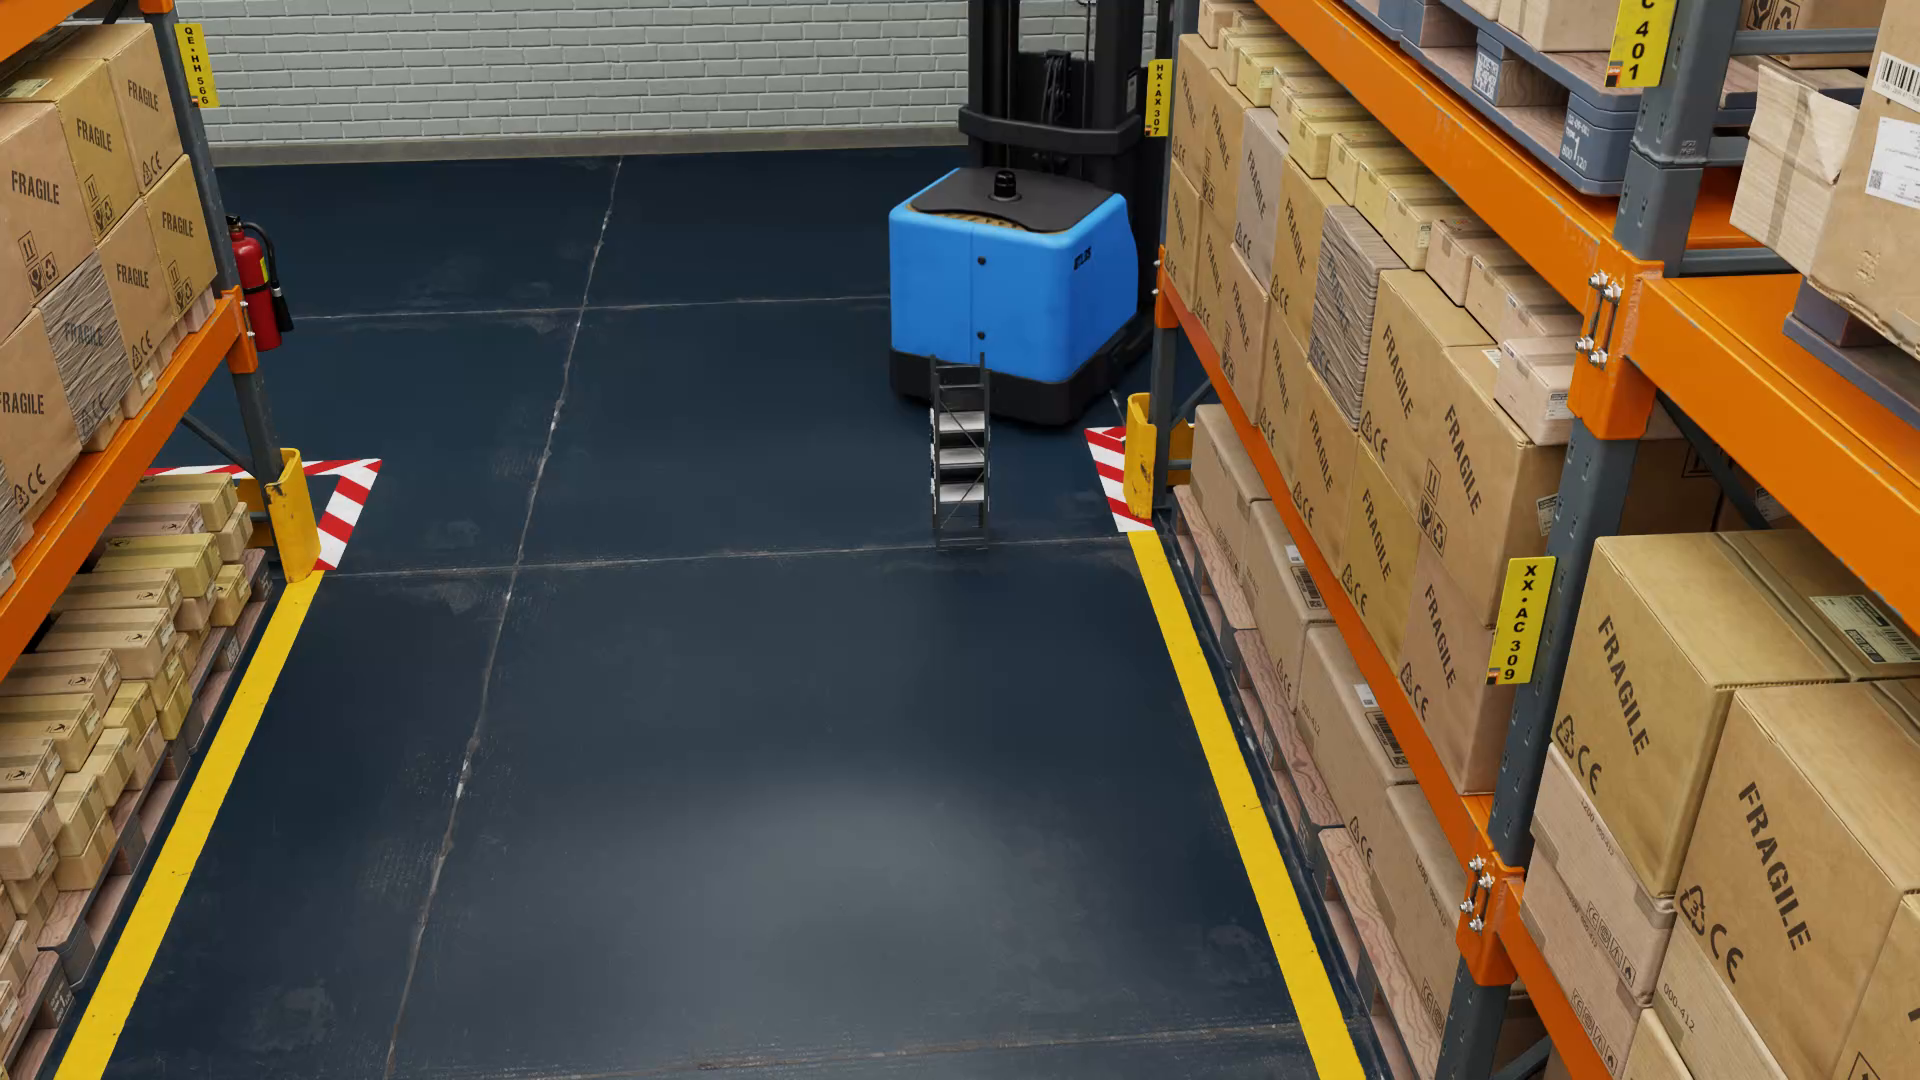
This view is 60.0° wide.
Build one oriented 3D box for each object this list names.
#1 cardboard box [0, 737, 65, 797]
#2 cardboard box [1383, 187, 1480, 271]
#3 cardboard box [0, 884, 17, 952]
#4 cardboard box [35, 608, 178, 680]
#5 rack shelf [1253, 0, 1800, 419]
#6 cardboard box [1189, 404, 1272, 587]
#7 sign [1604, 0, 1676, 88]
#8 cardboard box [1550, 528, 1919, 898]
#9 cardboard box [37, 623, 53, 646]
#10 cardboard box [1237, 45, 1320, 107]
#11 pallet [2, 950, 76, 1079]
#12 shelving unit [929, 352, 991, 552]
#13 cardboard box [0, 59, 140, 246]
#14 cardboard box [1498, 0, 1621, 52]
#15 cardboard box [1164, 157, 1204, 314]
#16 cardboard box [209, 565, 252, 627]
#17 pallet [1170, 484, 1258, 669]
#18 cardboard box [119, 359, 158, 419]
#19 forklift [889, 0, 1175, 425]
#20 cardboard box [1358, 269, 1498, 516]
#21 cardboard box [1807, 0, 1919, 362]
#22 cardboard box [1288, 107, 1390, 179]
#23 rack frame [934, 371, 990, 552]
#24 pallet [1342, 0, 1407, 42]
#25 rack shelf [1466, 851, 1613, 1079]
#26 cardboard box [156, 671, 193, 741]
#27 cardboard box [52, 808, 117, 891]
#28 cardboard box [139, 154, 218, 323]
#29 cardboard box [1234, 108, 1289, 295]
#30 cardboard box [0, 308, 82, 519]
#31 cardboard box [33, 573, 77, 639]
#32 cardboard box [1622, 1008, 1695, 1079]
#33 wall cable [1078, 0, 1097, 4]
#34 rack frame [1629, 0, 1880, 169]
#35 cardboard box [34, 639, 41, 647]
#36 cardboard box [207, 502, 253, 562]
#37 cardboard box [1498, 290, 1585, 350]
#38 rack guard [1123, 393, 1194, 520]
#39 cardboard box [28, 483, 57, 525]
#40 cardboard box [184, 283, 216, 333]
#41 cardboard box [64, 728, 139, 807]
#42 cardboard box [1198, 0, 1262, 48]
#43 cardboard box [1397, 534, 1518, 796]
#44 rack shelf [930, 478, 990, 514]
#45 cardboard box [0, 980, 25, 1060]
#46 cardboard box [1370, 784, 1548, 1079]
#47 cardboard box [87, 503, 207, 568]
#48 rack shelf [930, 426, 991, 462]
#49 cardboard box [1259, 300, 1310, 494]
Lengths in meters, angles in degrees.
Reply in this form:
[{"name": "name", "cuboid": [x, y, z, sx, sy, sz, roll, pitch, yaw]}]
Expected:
[{"name": "cardboard box", "cuboid": [-3.115, 0.776, 5.316, 0.380, 0.149, 0.250, -4, 31, -7]}, {"name": "cardboard box", "cuboid": [1.390, -0.858, 4.557, 0.380, 0.149, 0.250, -3, 31, -5]}, {"name": "cardboard box", "cuboid": [-3.062, 1.175, 4.938, 0.380, 0.149, 0.250, -4, 31, -7]}, {"name": "cardboard box", "cuboid": [-3.066, 0.376, 5.986, 0.380, 0.149, 0.250, -2, 31, -3]}, {"name": "rack shelf", "cuboid": [1.580, -1.444, 5.018, 1.077, 0.370, 4.000, -3, 31, -5]}, {"name": "cardboard box", "cuboid": [1.554, -0.234, 7.306, 0.875, 0.438, 0.875, -4, 31, -6]}, {"name": "sign", "cuboid": [1.214, -0.960, 2.926, 0.100, 0.325, 0.005, -3, 31, -5]}, {"name": "cardboard box", "cuboid": [1.521, 0.322, 3.212, 0.500, 0.500, 0.500, -2, 31, -4]}, {"name": "cardboard box", "cuboid": [-3.220, 0.382, 6.266, 0.380, 0.149, 0.250, -3, 31, -5]}, {"name": "cardboard box", "cuboid": [1.198, -1.640, 5.865, 0.380, 0.149, 0.250, -4, 31, -6]}, {"name": "pallet", "cuboid": [-3.250, 1.701, 4.696, 1.003, 0.211, 1.213, -3, 31, -5]}, {"name": "shelving unit", "cuboid": [-0.001, -0.390, 7.526, 0.258, 0.900, 0.210, -3, 31, -5]}, {"name": "cardboard box", "cuboid": [-3.189, -1.317, 5.667, 0.500, 0.500, 0.500, -4, 31, -6]}, {"name": "cardboard box", "cuboid": [1.388, -1.208, 3.546, 0.396, 0.266, 0.258, -2, 31, -3]}, {"name": "cardboard box", "cuboid": [1.152, -1.270, 6.854, 0.500, 0.500, 0.500, -3, 31, -5]}, {"name": "cardboard box", "cuboid": [-3.145, 0.232, 6.808, 0.380, 0.149, 0.250, -2, 31, -3]}, {"name": "pallet", "cuboid": [1.545, 0.116, 7.351, 1.003, 0.211, 1.213, -3, 31, -5]}, {"name": "cardboard box", "cuboid": [-3.143, -0.551, 5.993, 0.380, 0.149, 0.250, -2, 31, -3]}, {"name": "forklift", "cuboid": [0.730, -2.585, 9.220, 1.130, 2.935, 3.031, 14, 34, 23]}, {"name": "cardboard box", "cuboid": [1.408, -0.403, 4.427, 0.500, 0.500, 0.500, -3, 31, -5]}, {"name": "cardboard box", "cuboid": [1.560, -0.491, 2.214, 0.500, 0.500, 0.500, -3, 31, -5]}, {"name": "cardboard box", "cuboid": [1.253, -1.248, 5.210, 0.380, 0.149, 0.250, -3, 31, -6]}, {"name": "rack frame", "cuboid": [0.009, -0.339, 7.439, 0.240, 0.900, 0.006, -3, 31, -5]}, {"name": "pallet", "cuboid": [1.590, -1.733, 4.888, 1.003, 0.211, 1.213, -3, 31, -5]}, {"name": "rack shelf", "cuboid": [1.953, 1.886, 2.369, 1.077, 0.370, 4.000, -3, 31, -5]}, {"name": "cardboard box", "cuboid": [-3.083, 0.623, 6.152, 0.380, 0.149, 0.250, -4, 31, -7]}, {"name": "cardboard box", "cuboid": [-3.028, 1.027, 5.476, 0.380, 0.149, 0.250, -4, 31, -6]}, {"name": "cardboard box", "cuboid": [-3.228, -1.151, 6.364, 0.500, 0.500, 0.500, -2, 31, -4]}, {"name": "cardboard box", "cuboid": [1.265, -1.174, 5.717, 0.500, 0.500, 0.500, -3, 31, -5]}, {"name": "cardboard box", "cuboid": [-3.092, -0.374, 5.064, 0.500, 0.500, 0.500, -1, 31, -2]}, {"name": "cardboard box", "cuboid": [-3.653, 0.262, 6.467, 0.380, 0.149, 0.250, -2, 31, -4]}, {"name": "cardboard box", "cuboid": [1.595, 1.122, 3.093, 0.500, 0.250, 0.500, -3, 31, -6]}, {"name": "wall cable", "cuboid": [0.843, -4.813, 11.862, 0.585, 1.953, 0.123, -3, 31, -5]}, {"name": "rack frame", "cuboid": [1.766, -2.019, 2.355, 1.000, 3.000, 0.127, -3, 31, -5]}, {"name": "cardboard box", "cuboid": [-3.660, 0.385, 6.550, 0.380, 0.149, 0.250, -2, 31, -4]}, {"name": "cardboard box", "cuboid": [-3.193, -0.025, 6.948, 0.380, 0.149, 0.250, -4, 31, -6]}, {"name": "cardboard box", "cuboid": [1.504, -0.476, 3.917, 0.380, 0.149, 0.250, -2, 31, -3]}, {"name": "rack guard", "cuboid": [1.390, -0.425, 7.974, 1.175, 0.500, 0.348, -3, 31, -5]}, {"name": "cardboard box", "cuboid": [-3.141, -0.140, 5.304, 0.380, 0.149, 0.250, -2, 31, -4]}, {"name": "cardboard box", "cuboid": [-3.214, -0.936, 6.638, 0.380, 0.149, 0.250, -3, 31, -5]}, {"name": "cardboard box", "cuboid": [-3.022, 0.775, 5.609, 0.380, 0.149, 0.250, -2, 31, -4]}, {"name": "cardboard box", "cuboid": [1.150, -2.042, 6.539, 0.380, 0.149, 0.250, -2, 31, -4]}, {"name": "cardboard box", "cuboid": [1.469, 0.289, 4.244, 0.500, 0.500, 0.500, -2, 31, -4]}, {"name": "rack shelf", "cuboid": [-0.001, -0.207, 7.636, 0.258, 0.077, 0.200, -3, 31, -5]}, {"name": "cardboard box", "cuboid": [-2.966, 1.427, 4.806, 0.380, 0.149, 0.250, -3, 31, -5]}, {"name": "cardboard box", "cuboid": [1.815, 1.150, 4.988, 0.875, 0.438, 0.875, -3, 31, -5]}, {"name": "cardboard box", "cuboid": [-3.258, -0.020, 6.648, 0.380, 0.149, 0.250, -2, 31, -4]}, {"name": "rack shelf", "cuboid": [-0.001, -0.439, 7.497, 0.258, 0.077, 0.200, -3, 31, -5]}, {"name": "cardboard box", "cuboid": [1.320, -0.498, 5.560, 0.500, 0.500, 0.500, -2, 31, -3]}]
